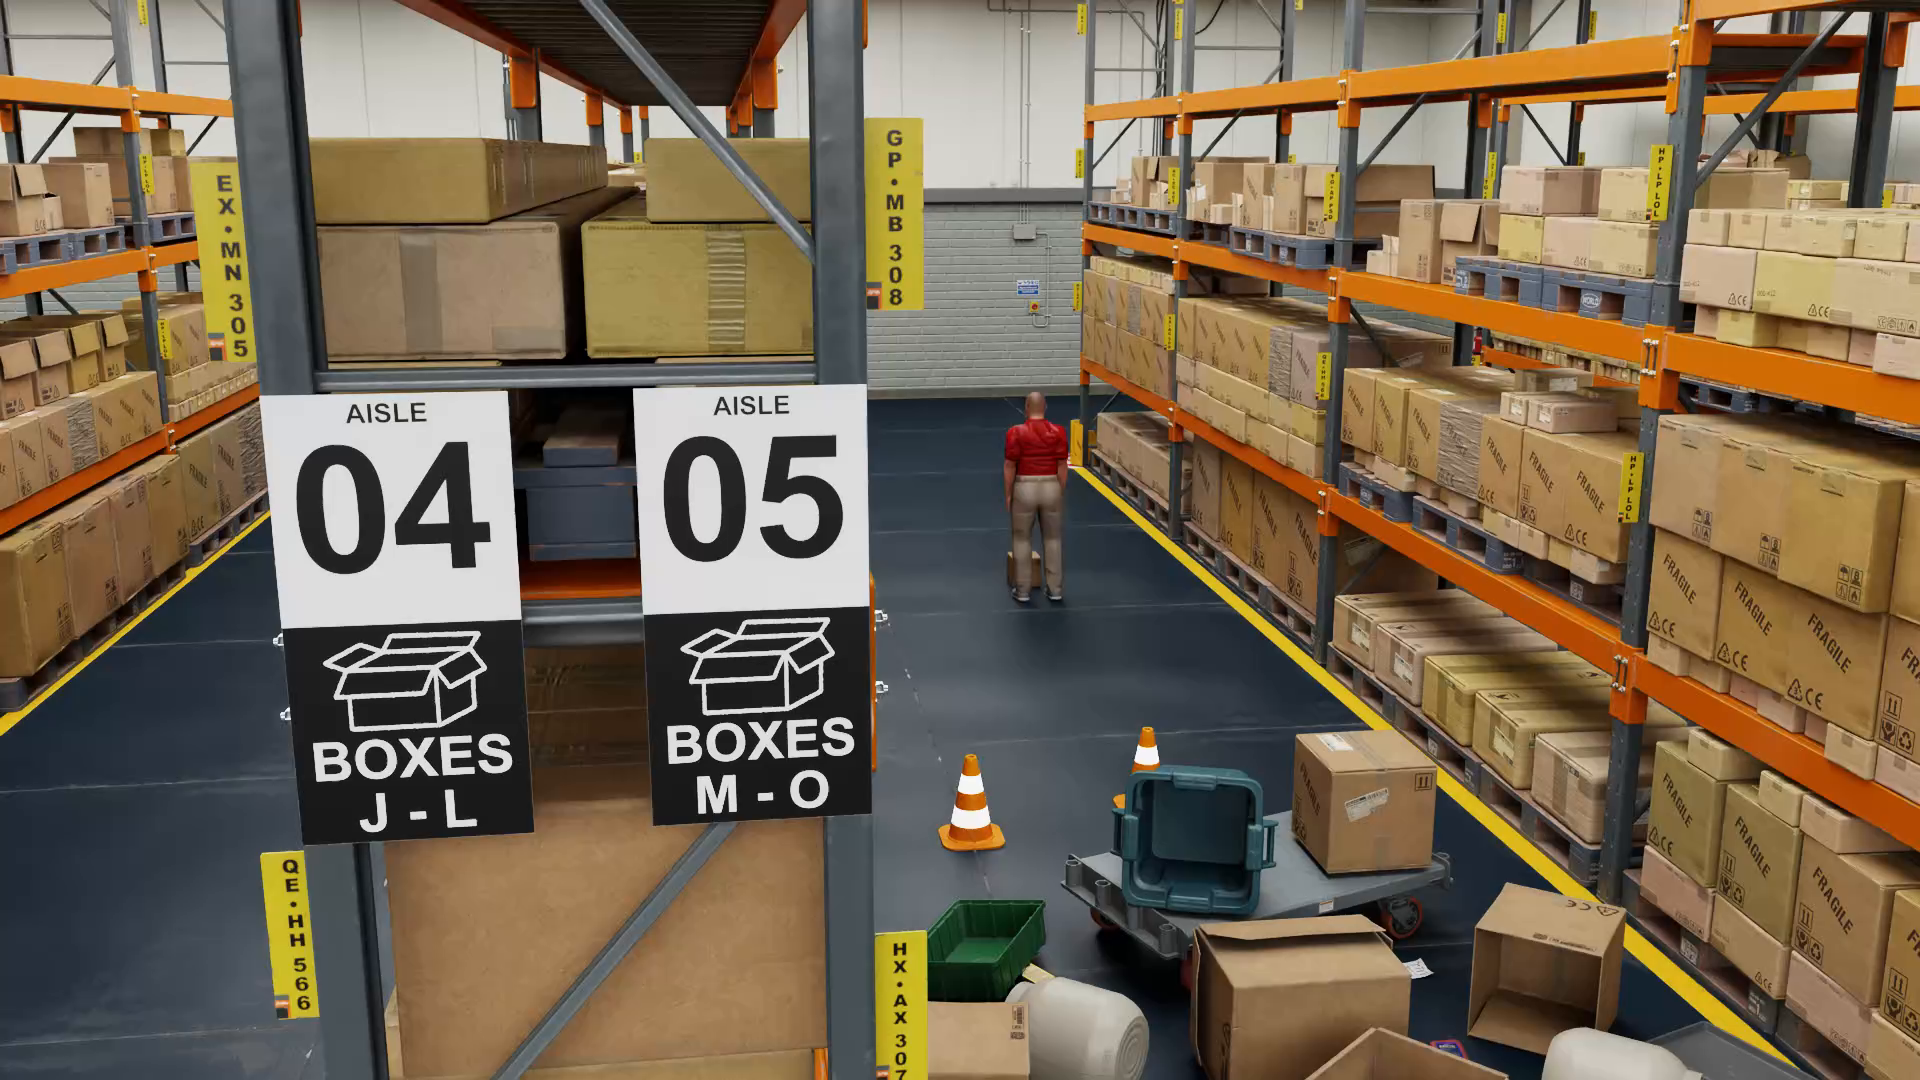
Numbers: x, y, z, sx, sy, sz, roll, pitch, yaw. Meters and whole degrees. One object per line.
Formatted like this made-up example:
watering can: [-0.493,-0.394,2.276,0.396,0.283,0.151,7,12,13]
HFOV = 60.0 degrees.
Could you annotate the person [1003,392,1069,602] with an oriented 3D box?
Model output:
person: [0.607,-0.359,13.587,0.526,1.725,0.353,-2,13,-7]
